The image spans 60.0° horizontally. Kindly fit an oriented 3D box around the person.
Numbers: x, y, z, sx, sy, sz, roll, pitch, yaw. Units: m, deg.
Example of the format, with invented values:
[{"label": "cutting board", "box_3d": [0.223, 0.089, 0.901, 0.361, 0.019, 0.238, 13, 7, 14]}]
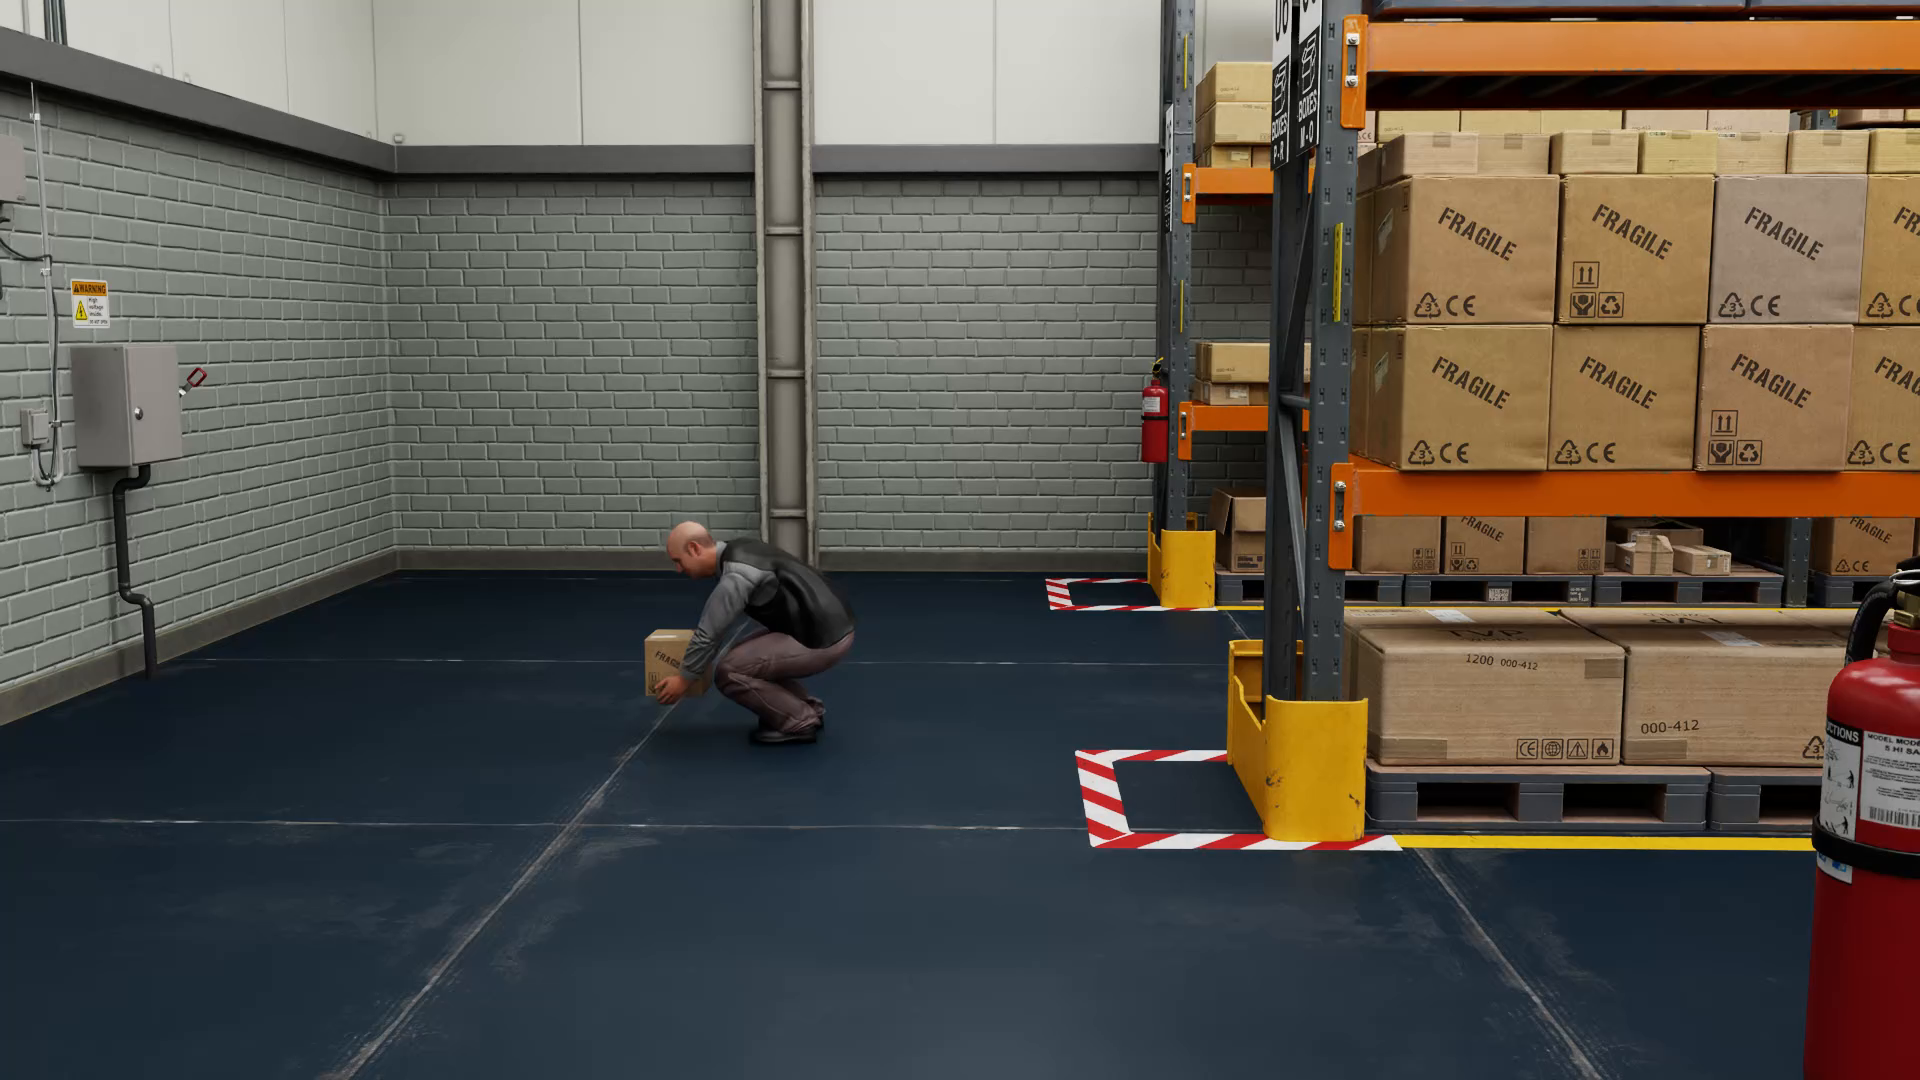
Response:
[{"label": "person", "box_3d": [-0.900, 0.392, 7.308, 0.859, 0.966, 0.541, 0, 7, 1]}]
